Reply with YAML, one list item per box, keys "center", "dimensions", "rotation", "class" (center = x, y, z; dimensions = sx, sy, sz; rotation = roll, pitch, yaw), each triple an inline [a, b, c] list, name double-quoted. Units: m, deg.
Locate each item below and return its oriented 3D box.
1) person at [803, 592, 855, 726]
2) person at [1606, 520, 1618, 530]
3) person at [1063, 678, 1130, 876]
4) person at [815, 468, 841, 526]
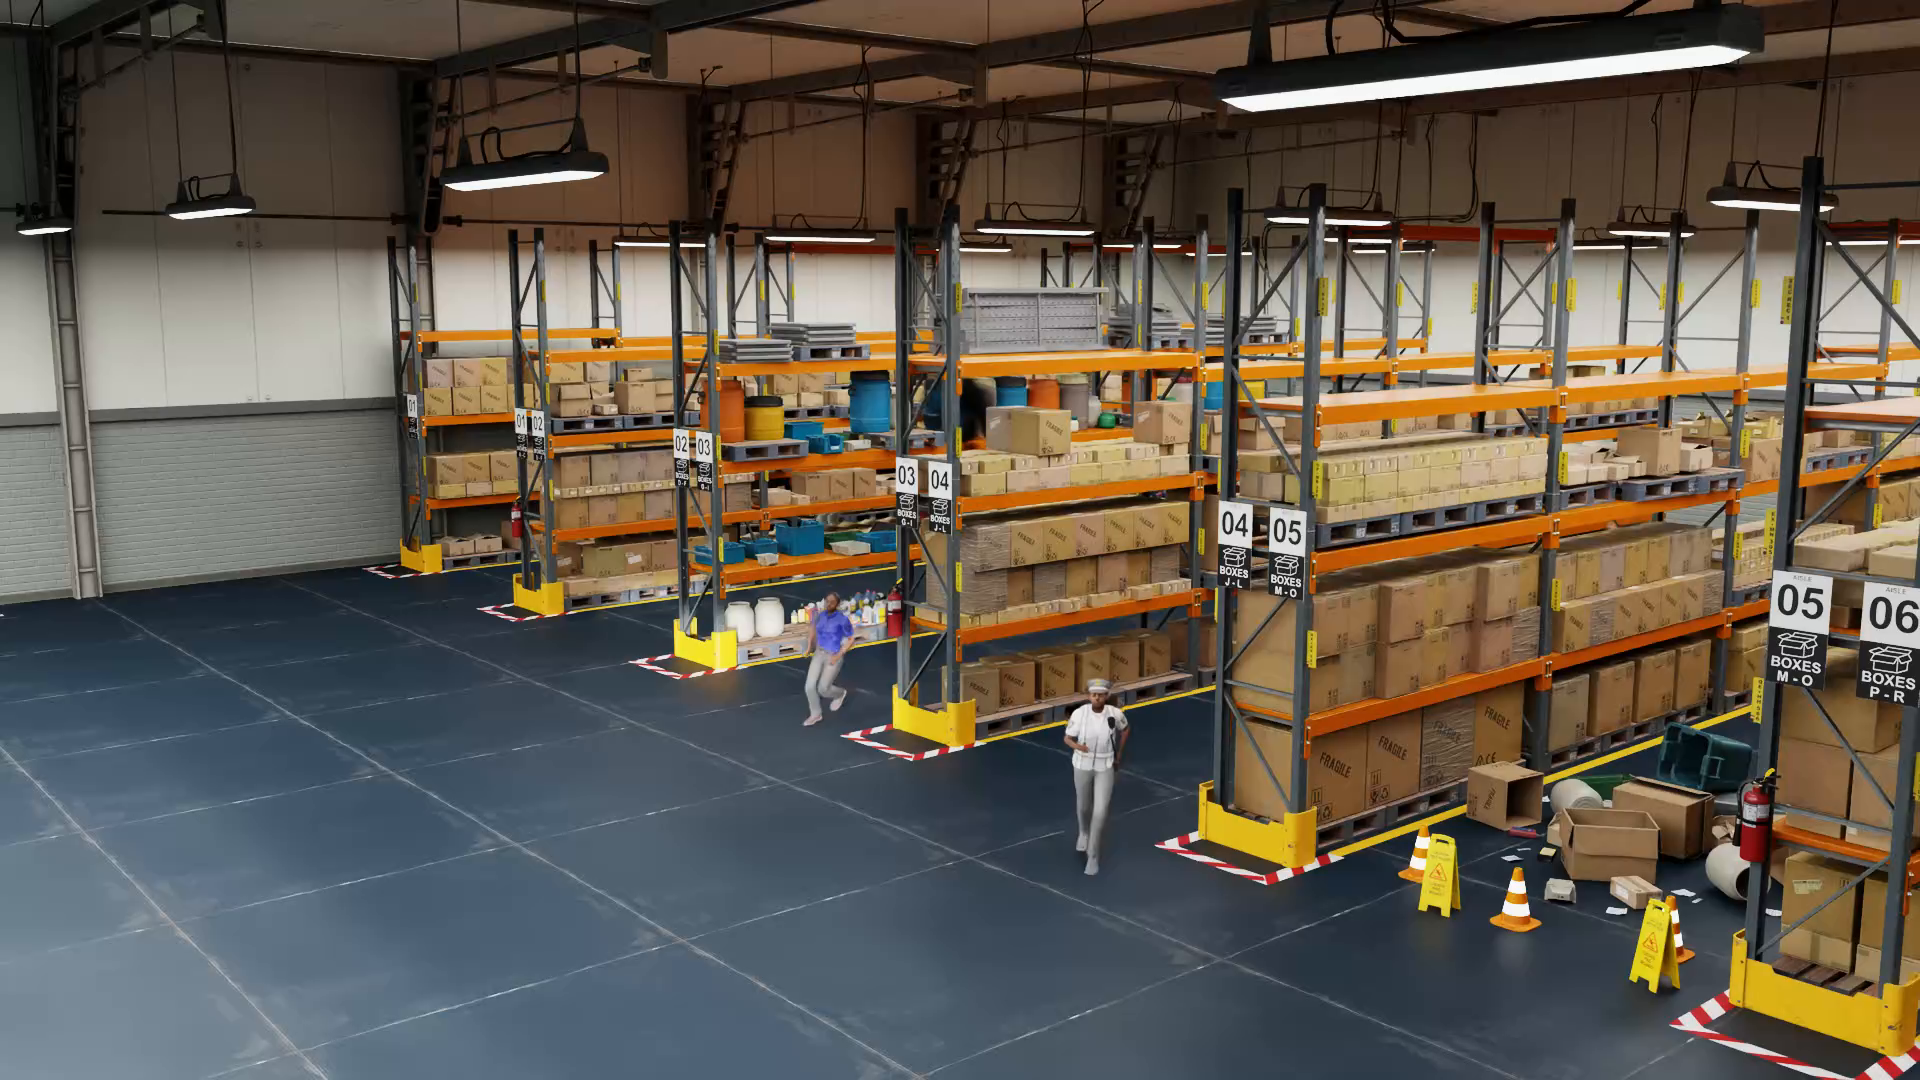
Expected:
- center: [-1.519, 1.397, 19.641]
  dimensions: [0.619, 1.597, 0.569]
  rotation: [6, 10, 32]
  class: "person"
- center: [9.884, 0.486, 25.336]
  dimensions: [0.577, 1.628, 0.625]
  rotation: [8, 12, 43]
  class: "person"
- center: [1.219, 2.069, 14.878]
  dimensions: [0.581, 1.763, 0.777]
  rotation: [1, 9, 8]
  class: "person"
- center: [-2.555, -0.572, 32.200]
  dimensions: [0.606, 1.615, 0.537]
  rotation: [8, 12, 42]
  class: "person"
